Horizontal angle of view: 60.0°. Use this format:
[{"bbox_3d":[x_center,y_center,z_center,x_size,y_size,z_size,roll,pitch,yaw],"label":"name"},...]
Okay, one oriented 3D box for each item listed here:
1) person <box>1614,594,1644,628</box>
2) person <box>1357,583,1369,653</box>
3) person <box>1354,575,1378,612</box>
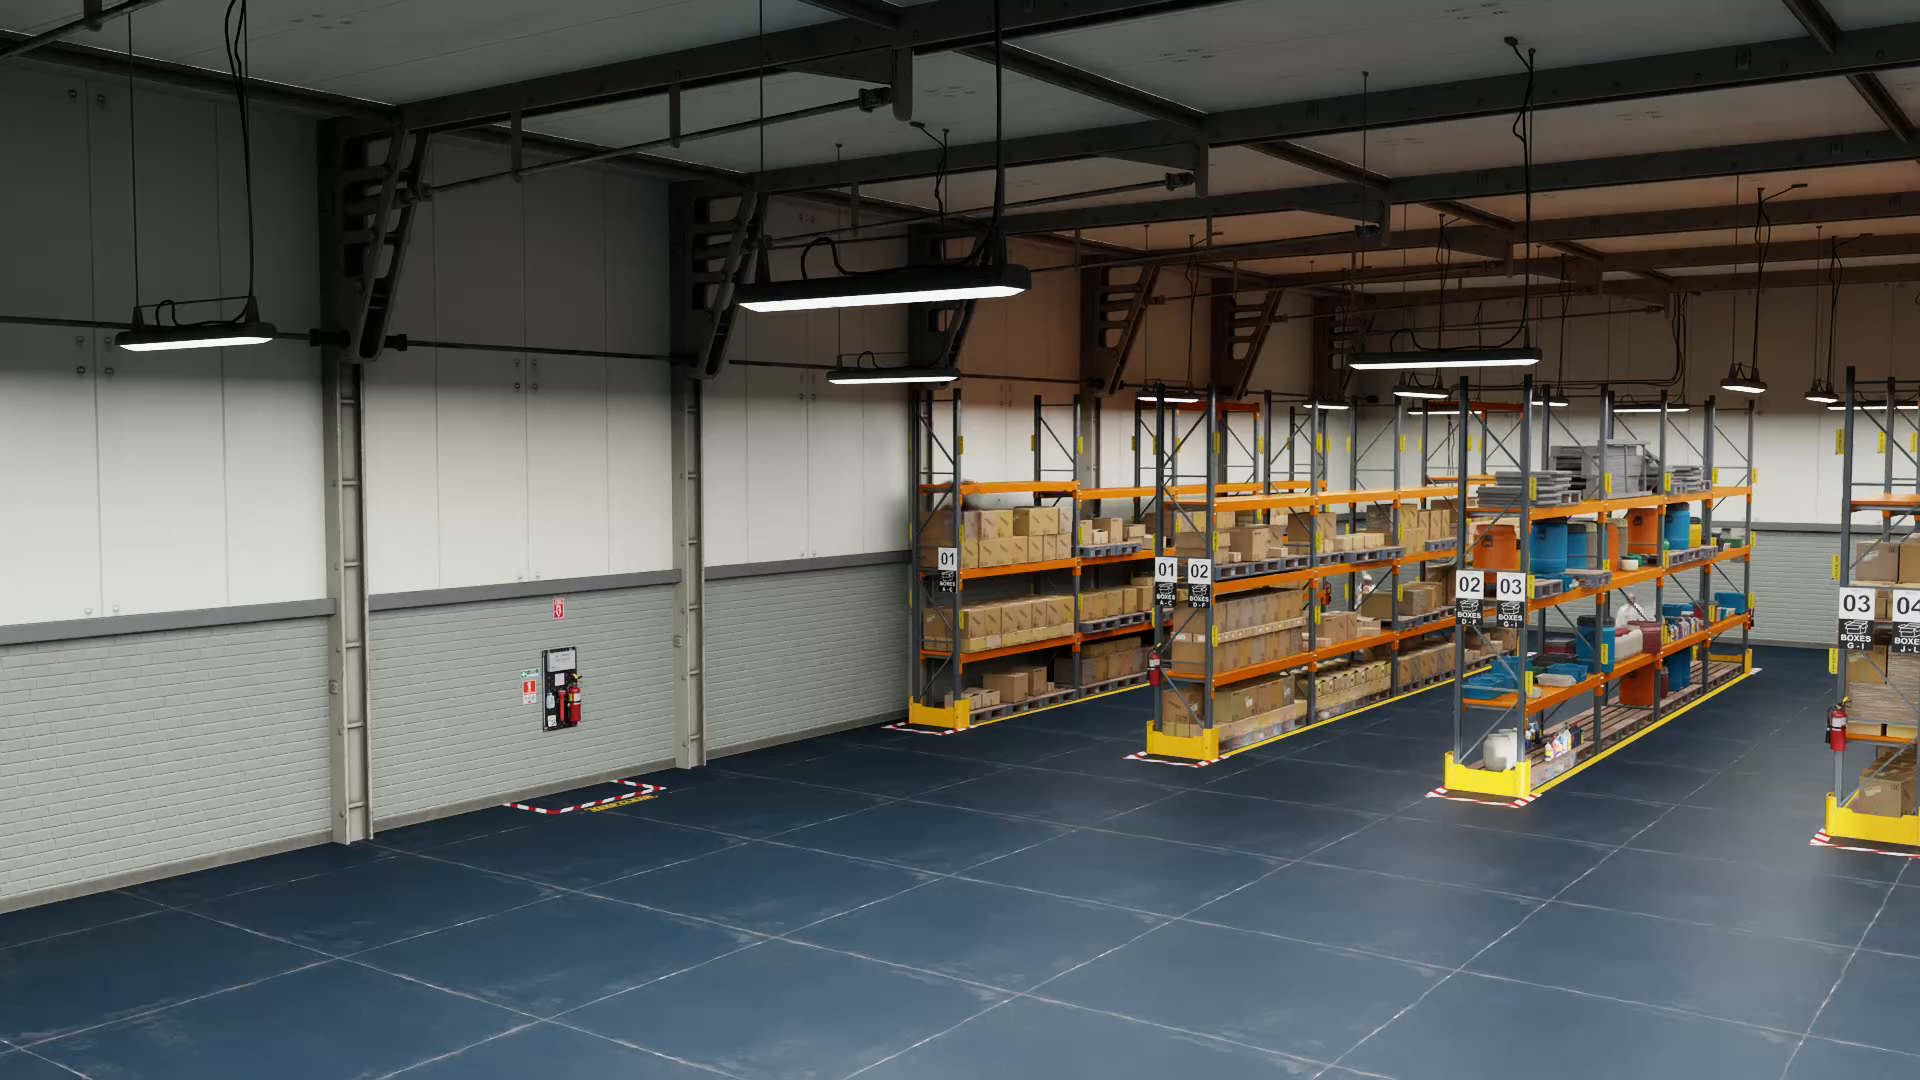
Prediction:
[{"bbox_3d":[14.600,2.050,36.334,0.659,1.731,1.067,2,4,37],"label":"person"},{"bbox_3d":[9.815,1.890,40.086,0.486,1.686,0.535,-1,4,-25],"label":"person"},{"bbox_3d":[10.283,1.731,41.929,0.670,1.717,1.043,1,3,12],"label":"person"}]
